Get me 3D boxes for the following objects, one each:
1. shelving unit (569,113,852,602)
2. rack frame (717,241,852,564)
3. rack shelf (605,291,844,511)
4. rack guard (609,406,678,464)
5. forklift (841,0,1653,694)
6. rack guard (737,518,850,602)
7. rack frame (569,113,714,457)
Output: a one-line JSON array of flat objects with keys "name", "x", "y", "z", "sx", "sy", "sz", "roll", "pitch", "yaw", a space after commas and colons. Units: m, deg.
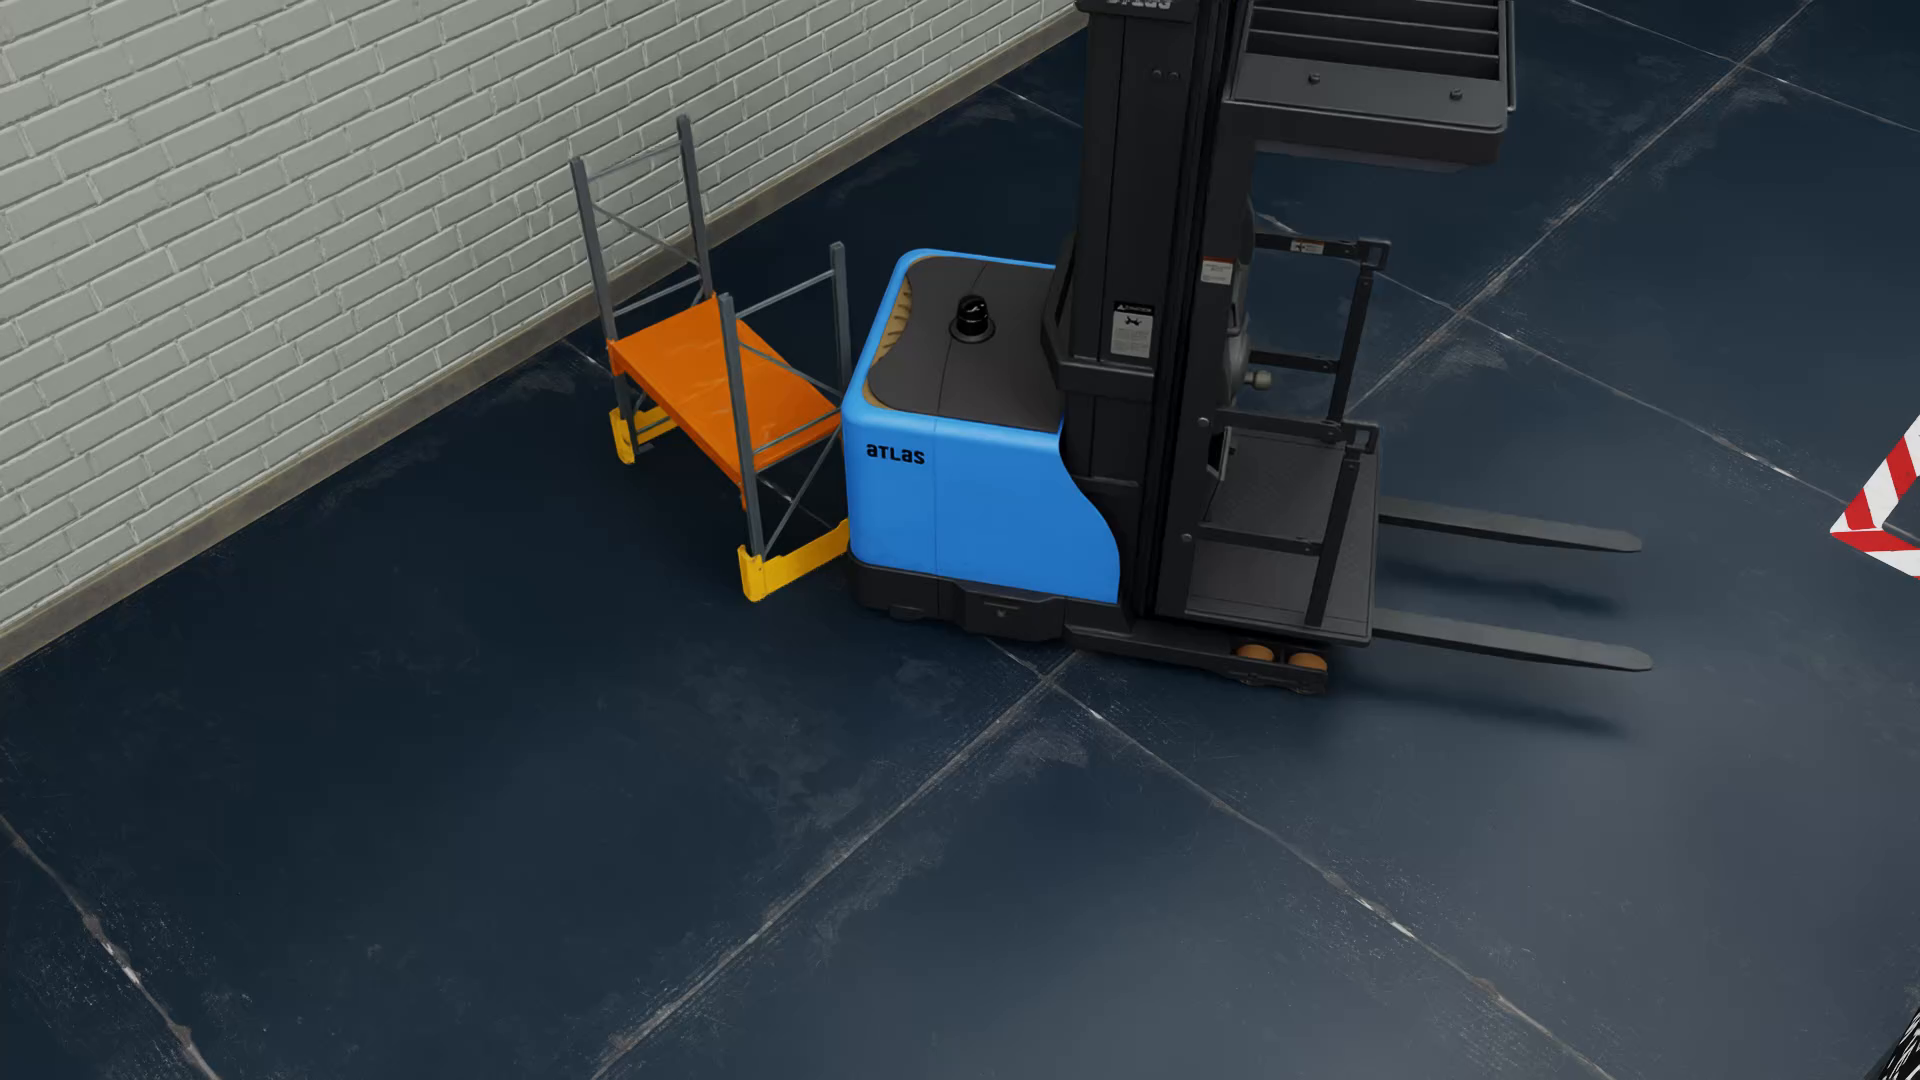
[{"name": "shelving unit", "x": -0.925, "y": -0.702, "z": 6.489, "sx": 0.587, "sy": 1.500, "sz": 1.083, "roll": -30, "pitch": 53, "yaw": -25}, {"name": "rack frame", "x": -0.607, "y": -0.405, "z": 6.210, "sx": 0.500, "sy": 1.500, "sz": 0.032, "roll": -30, "pitch": 53, "yaw": -25}, {"name": "rack shelf", "x": -0.920, "y": -0.574, "z": 6.616, "sx": 0.538, "sy": 0.185, "sz": 1.000, "roll": -30, "pitch": 53, "yaw": -25}, {"name": "rack guard", "x": -1.231, "y": -0.561, "z": 7.214, "sx": 0.587, "sy": 0.250, "sz": 0.087, "roll": -30, "pitch": 53, "yaw": -25}, {"name": "forklift", "x": 1.135, "y": -0.846, "z": 5.642, "sx": 3.031, "sy": 2.935, "sz": 1.130, "roll": 9, "pitch": 47, "yaw": 8}, {"name": "rack guard", "x": -0.619, "y": 0.012, "z": 6.676, "sx": 0.587, "sy": 0.250, "sz": 0.087, "roll": -30, "pitch": 53, "yaw": -25}, {"name": "rack frame", "x": -1.232, "y": -0.989, "z": 6.759, "sx": 0.500, "sy": 1.500, "sz": 0.032, "roll": -30, "pitch": 53, "yaw": -25}]
